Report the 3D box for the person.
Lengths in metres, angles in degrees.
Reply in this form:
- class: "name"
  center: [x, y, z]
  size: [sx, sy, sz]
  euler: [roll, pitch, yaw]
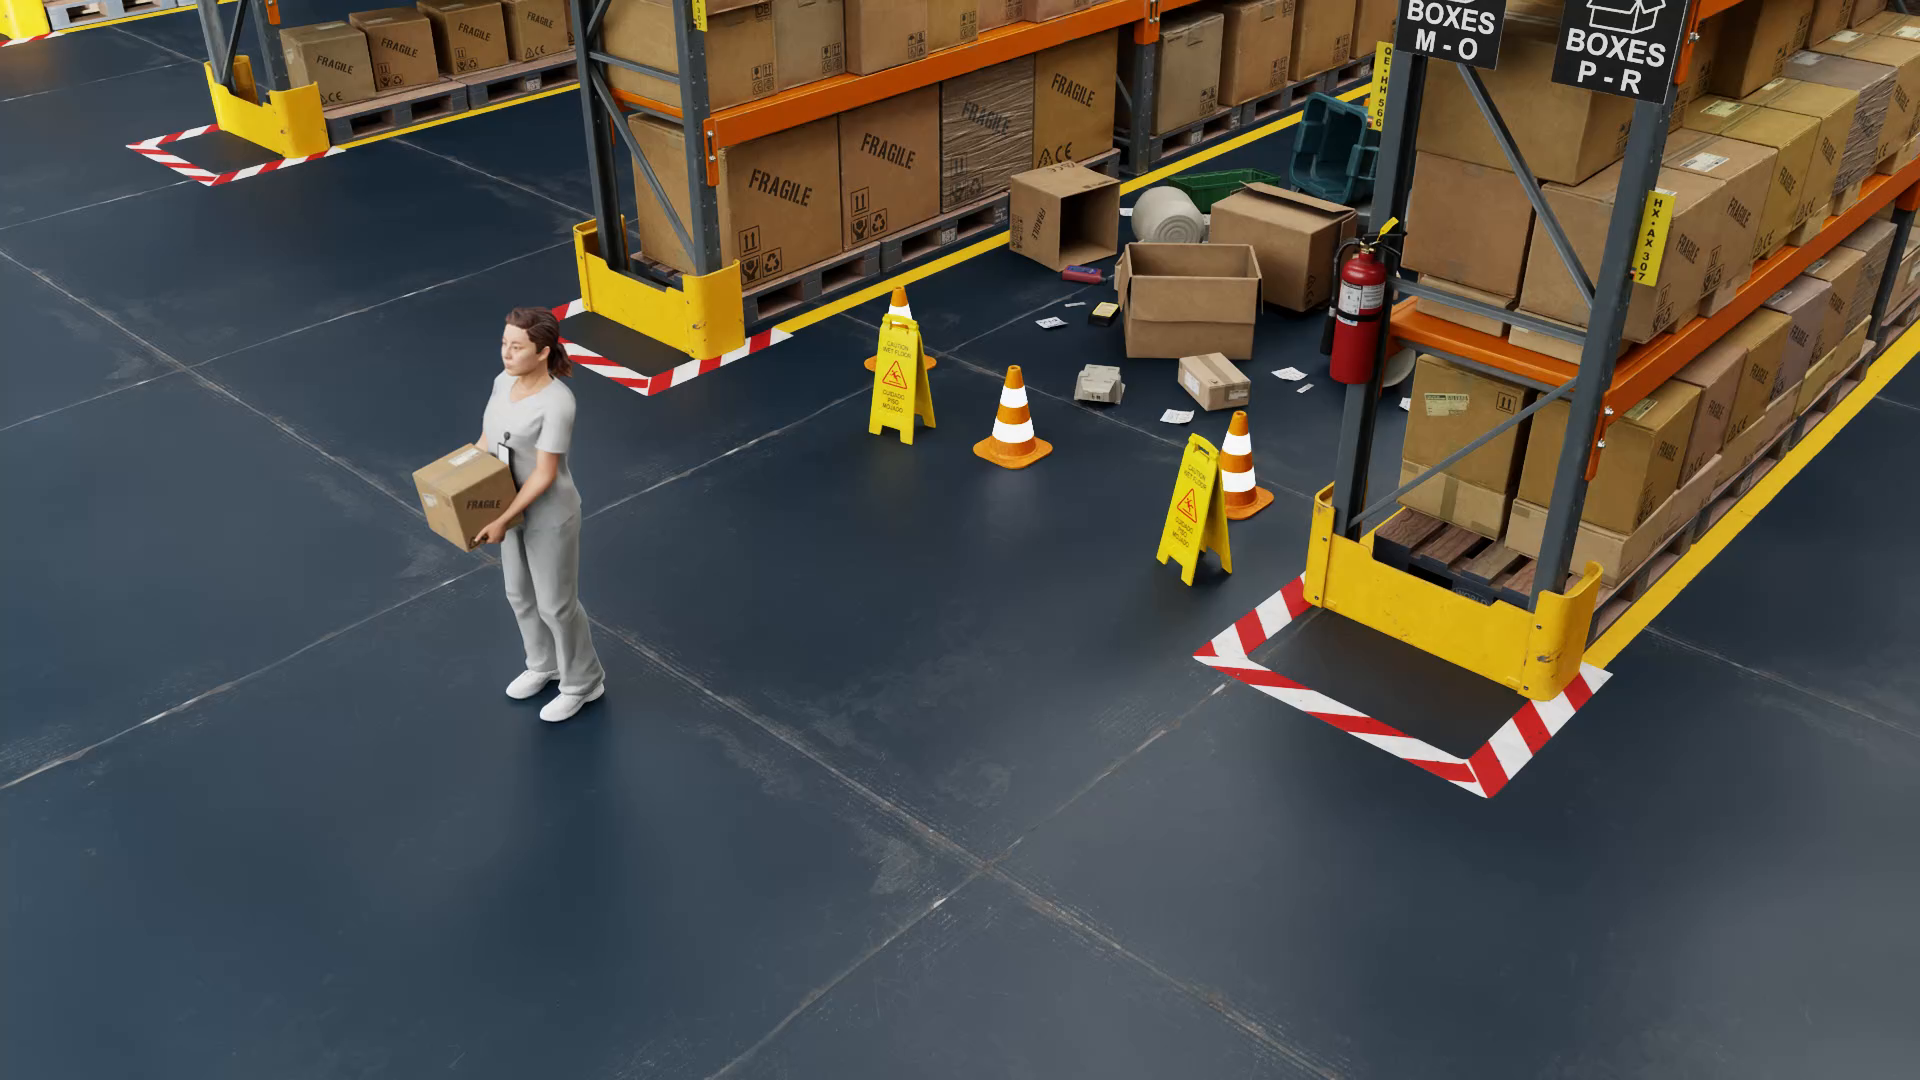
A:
- class: "person"
  center: [-1.641, -0.070, 6.261]
  size: [0.437, 1.662, 0.562]
  euler: [26, 40, 36]
